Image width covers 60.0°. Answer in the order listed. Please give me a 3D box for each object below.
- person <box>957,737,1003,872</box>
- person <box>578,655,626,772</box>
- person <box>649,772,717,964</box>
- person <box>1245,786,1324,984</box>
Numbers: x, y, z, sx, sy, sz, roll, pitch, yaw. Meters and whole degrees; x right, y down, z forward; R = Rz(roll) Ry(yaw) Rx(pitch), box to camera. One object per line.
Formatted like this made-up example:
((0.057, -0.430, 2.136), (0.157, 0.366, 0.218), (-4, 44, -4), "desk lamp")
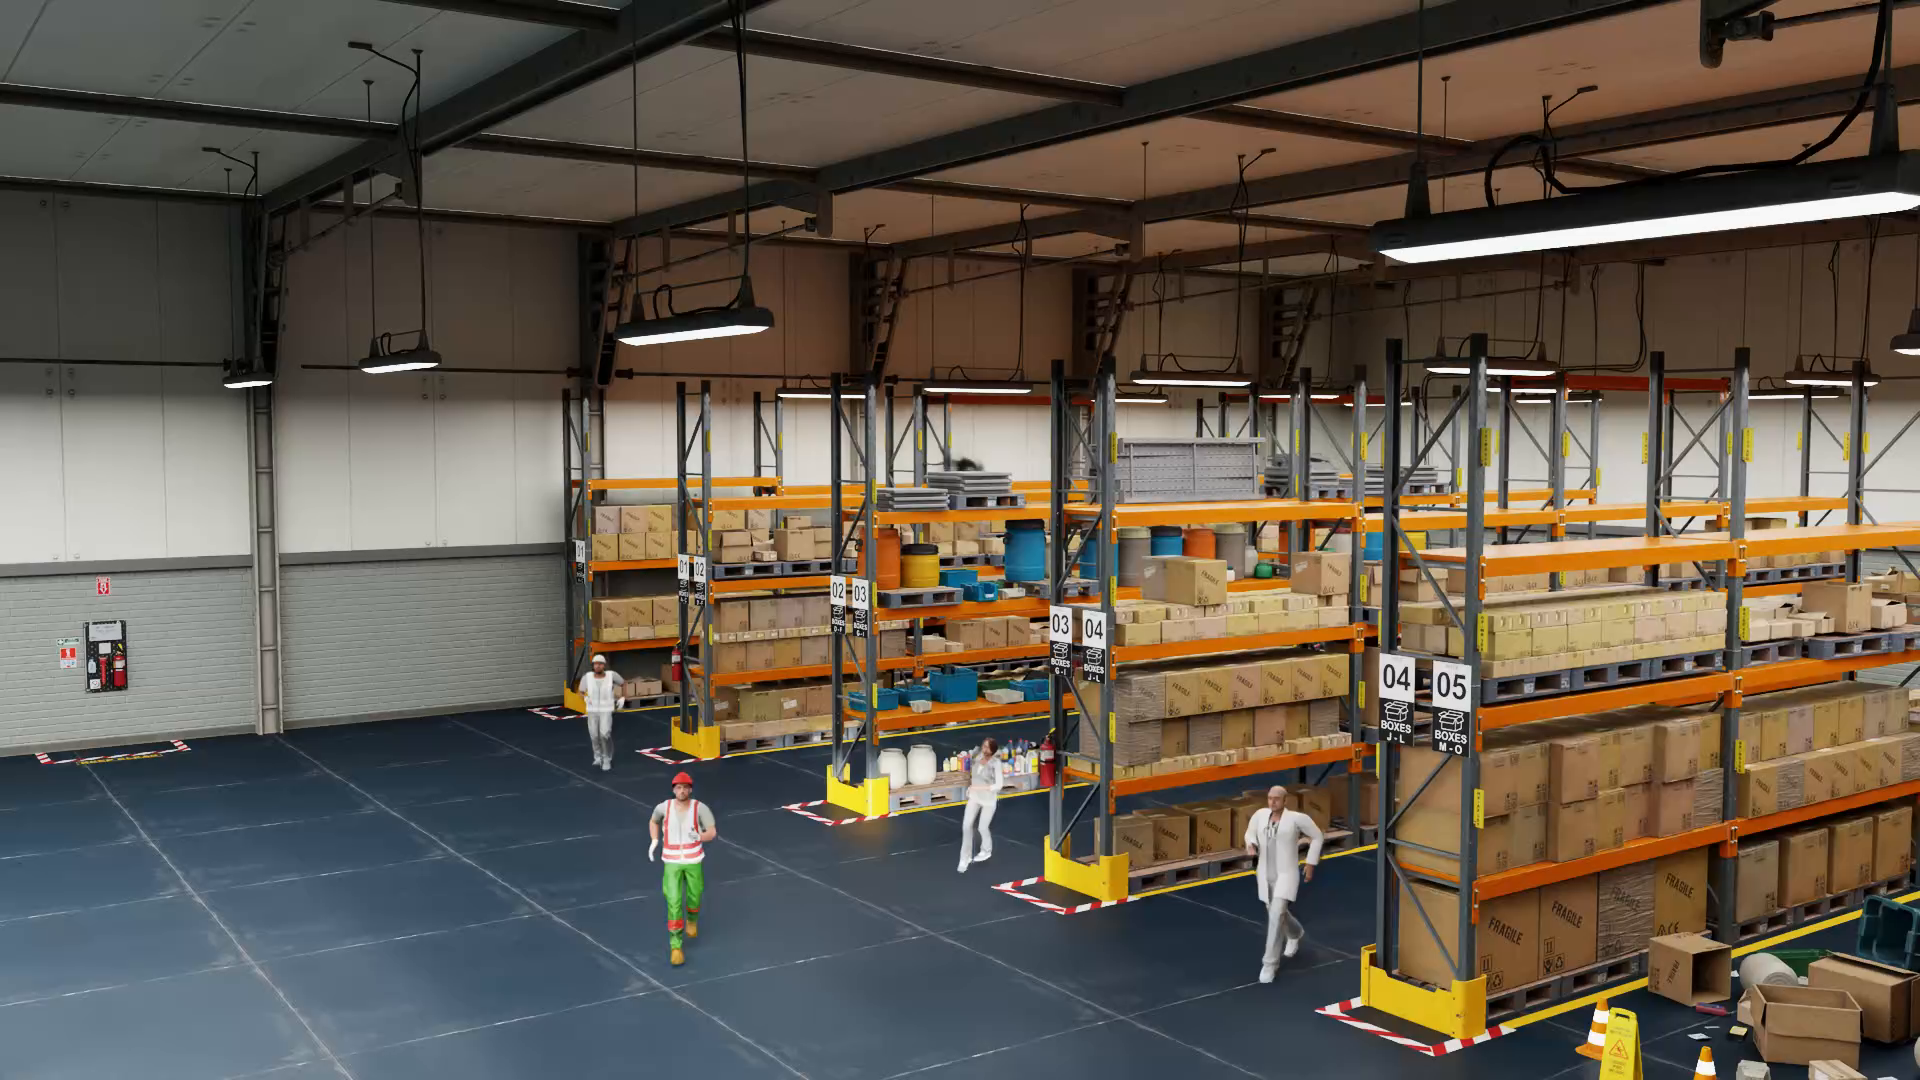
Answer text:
((0.304, 3.123, 19.674), (0.535, 1.624, 0.651), (2, 4, 28), "person")
((-5.491, 2.663, 25.454), (0.704, 1.831, 0.727), (0, 4, -3), "person")
((-2.742, 3.182, 16.458), (0.662, 1.773, 1.002), (-1, 4, -9), "person")
((3.078, 3.250, 16.027), (0.741, 1.800, 1.023), (3, 5, 40), "person")
